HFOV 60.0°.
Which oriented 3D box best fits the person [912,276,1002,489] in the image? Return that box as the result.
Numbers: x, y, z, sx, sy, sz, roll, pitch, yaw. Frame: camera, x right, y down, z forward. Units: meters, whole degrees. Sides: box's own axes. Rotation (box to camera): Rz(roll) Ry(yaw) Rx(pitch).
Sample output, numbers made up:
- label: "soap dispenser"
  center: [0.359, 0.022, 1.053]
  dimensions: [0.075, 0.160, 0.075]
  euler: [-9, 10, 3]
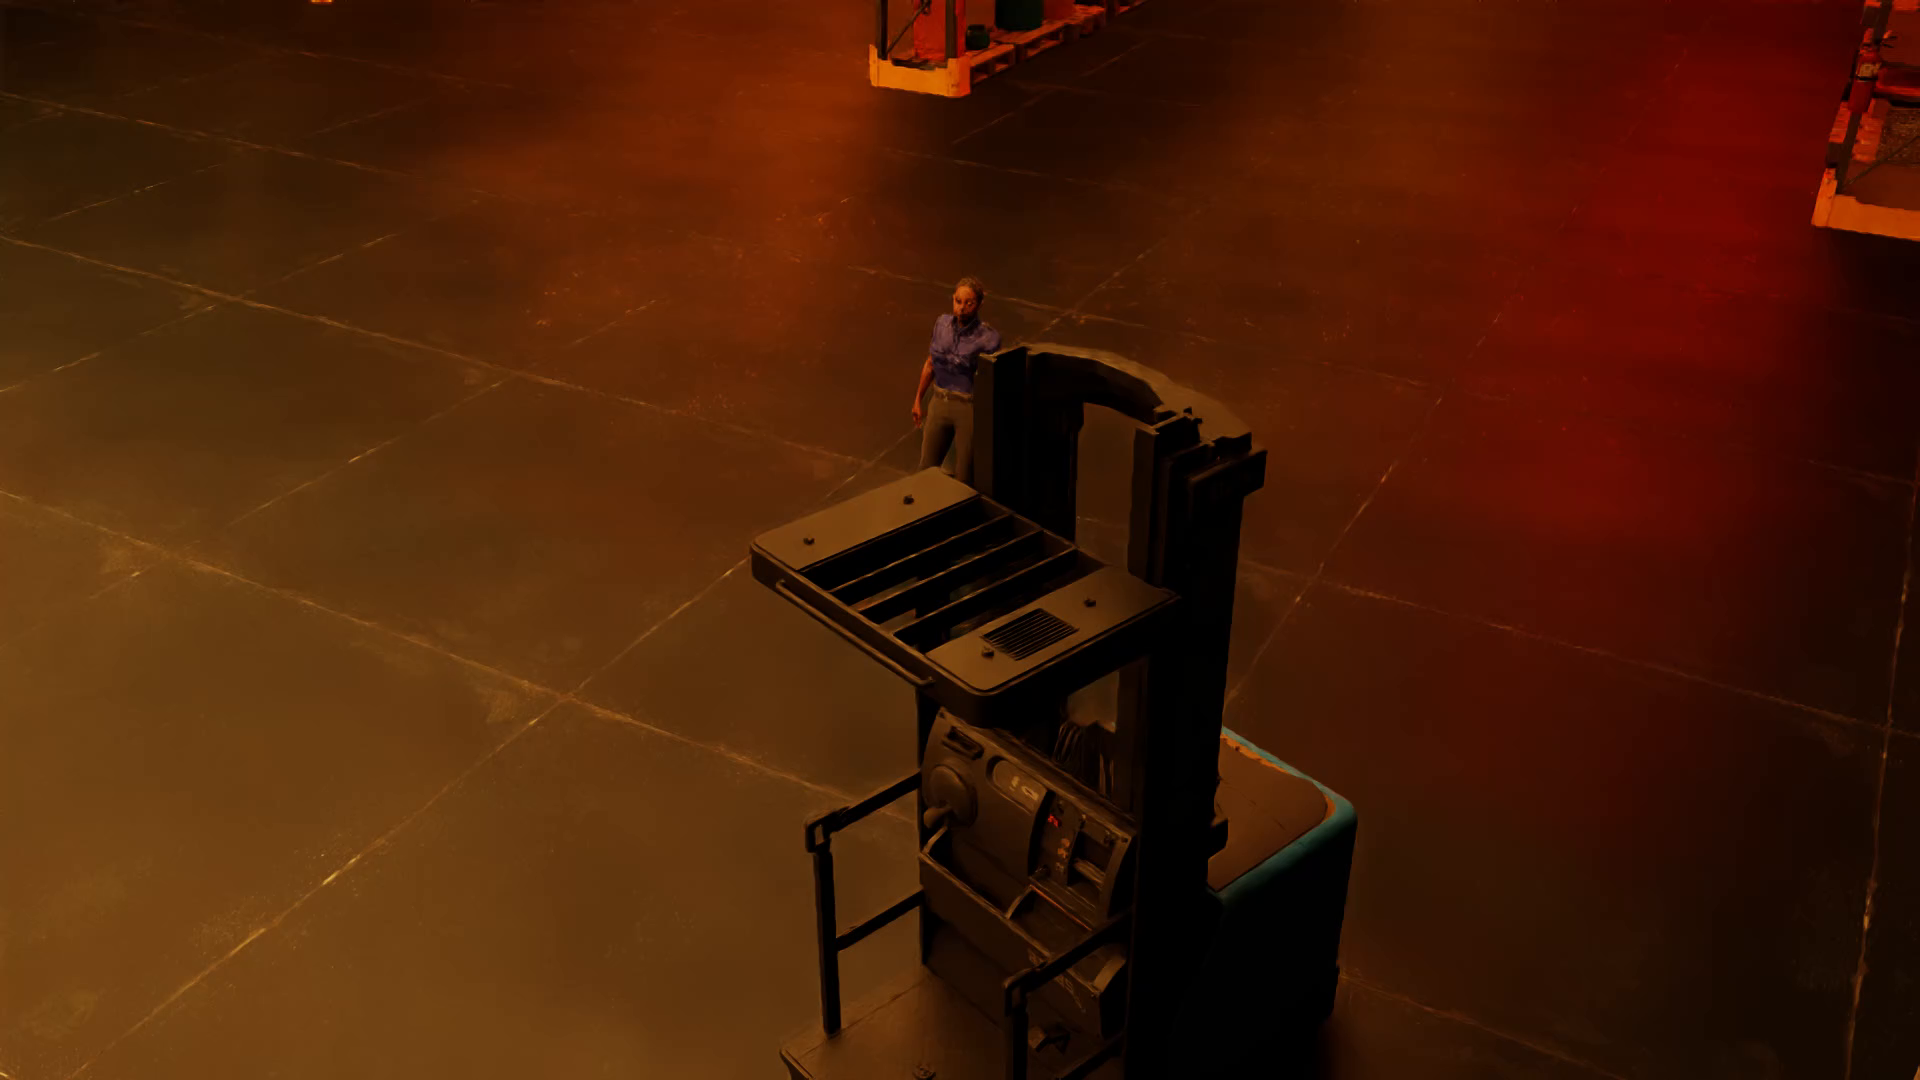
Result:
- label: "person"
  center: [-0.059, -0.689, 9.527]
  dimensions: [0.570, 1.654, 0.503]
  euler: [15, 33, 25]

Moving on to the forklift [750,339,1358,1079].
- label: "forklift"
  center: [0.050, 0.946, 5.431]
  dimensions: [3.031, 2.935, 1.130]
  euler: [-24, 37, -35]
